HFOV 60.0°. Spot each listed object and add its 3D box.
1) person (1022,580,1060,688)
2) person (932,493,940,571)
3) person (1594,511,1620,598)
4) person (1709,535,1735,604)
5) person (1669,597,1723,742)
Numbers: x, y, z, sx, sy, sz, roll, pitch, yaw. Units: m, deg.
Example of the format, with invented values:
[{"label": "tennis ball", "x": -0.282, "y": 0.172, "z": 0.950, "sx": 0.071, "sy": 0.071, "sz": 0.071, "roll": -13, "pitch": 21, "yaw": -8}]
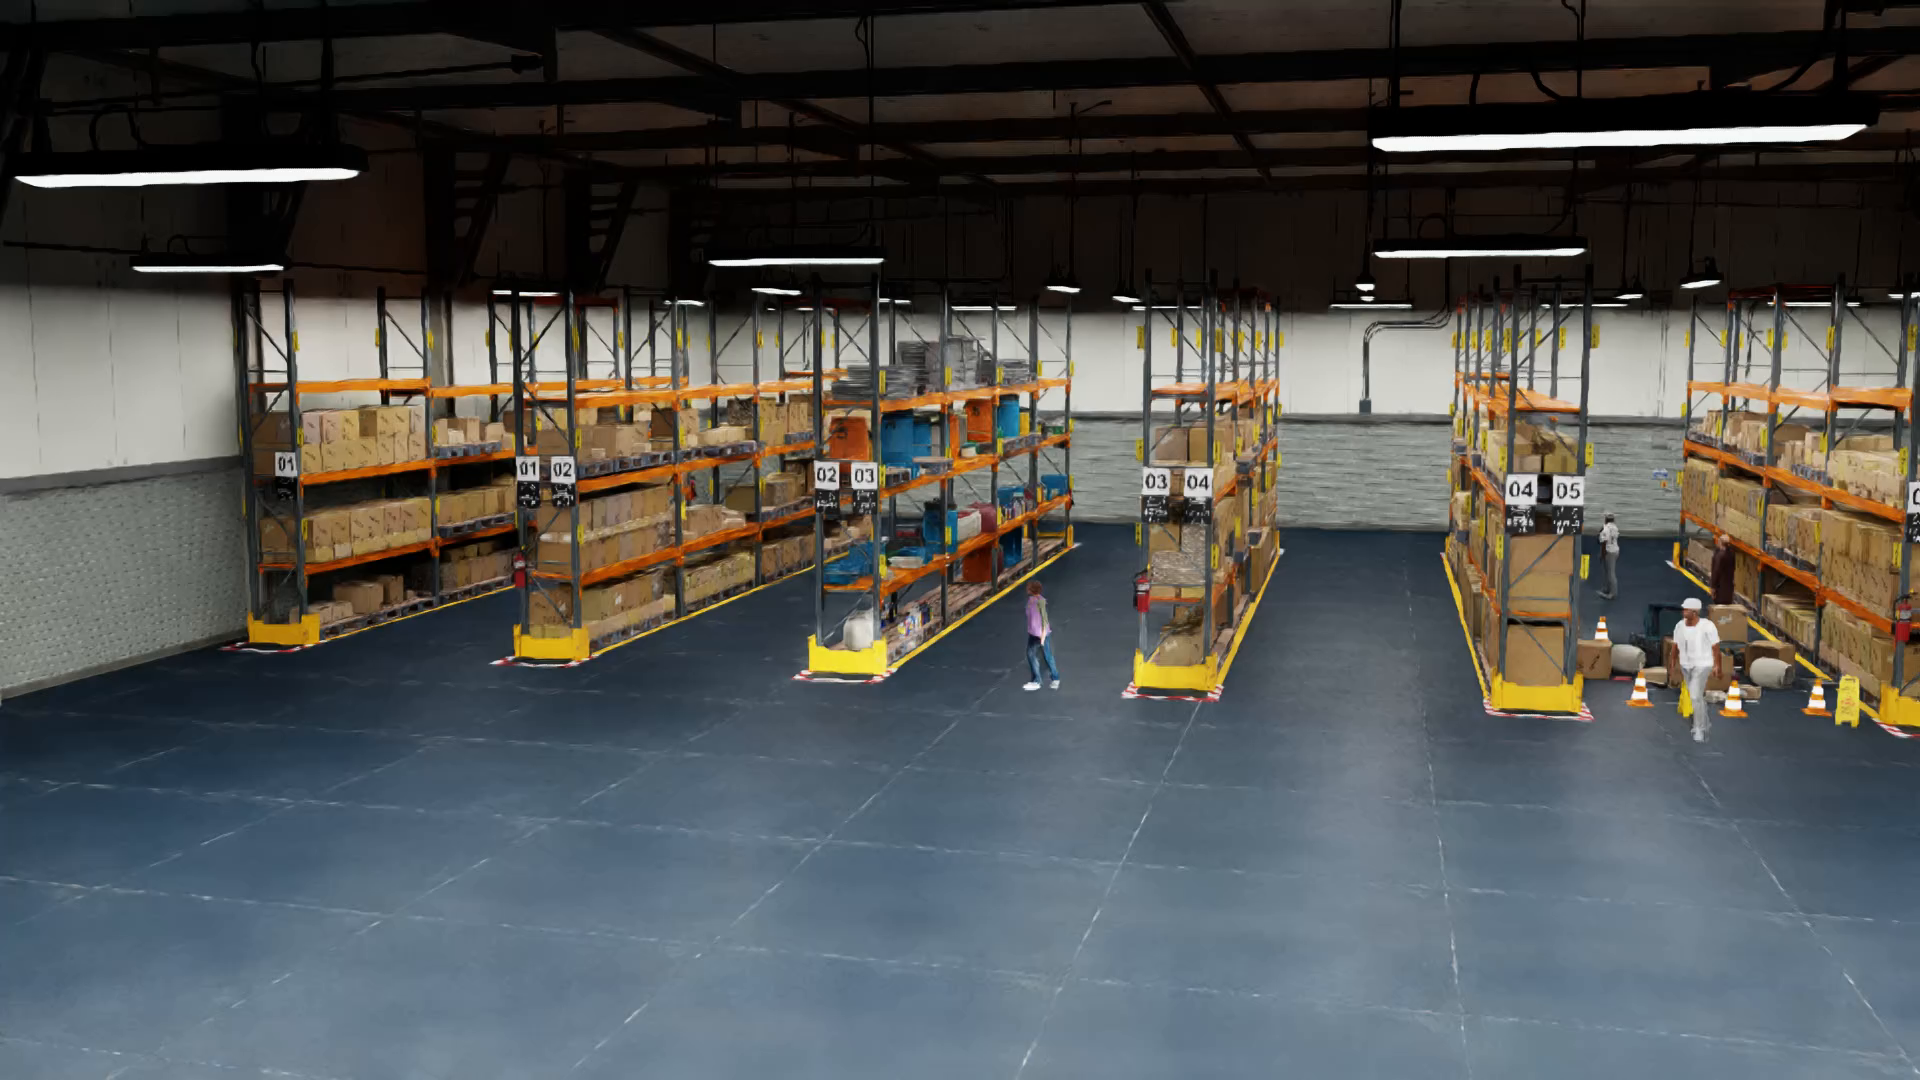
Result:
[{"label": "person", "x": 1.194, "y": 1.340, "z": 24.001, "sx": 0.493, "sy": 1.562, "sz": 0.443, "roll": -3, "pitch": 8, "yaw": -26}, {"label": "person", "x": -0.549, "y": -0.172, "z": 36.179, "sx": 0.455, "sy": 1.677, "sz": 0.525, "roll": 7, "pitch": 9, "yaw": 44}, {"label": "person", "x": 12.642, "y": 0.279, "z": 32.476, "sx": 0.544, "sy": 1.654, "sz": 0.573, "roll": 6, "pitch": 9, "yaw": 42}, {"label": "person", "x": 12.645, "y": 0.789, "z": 27.682, "sx": 0.644, "sy": 1.773, "sz": 0.673, "roll": 6, "pitch": 9, "yaw": 39}, {"label": "person", "x": 9.353, "y": 1.612, "z": 21.116, "sx": 0.529, "sy": 1.785, "sz": 0.646, "roll": -3, "pitch": 7, "yaw": -24}]
